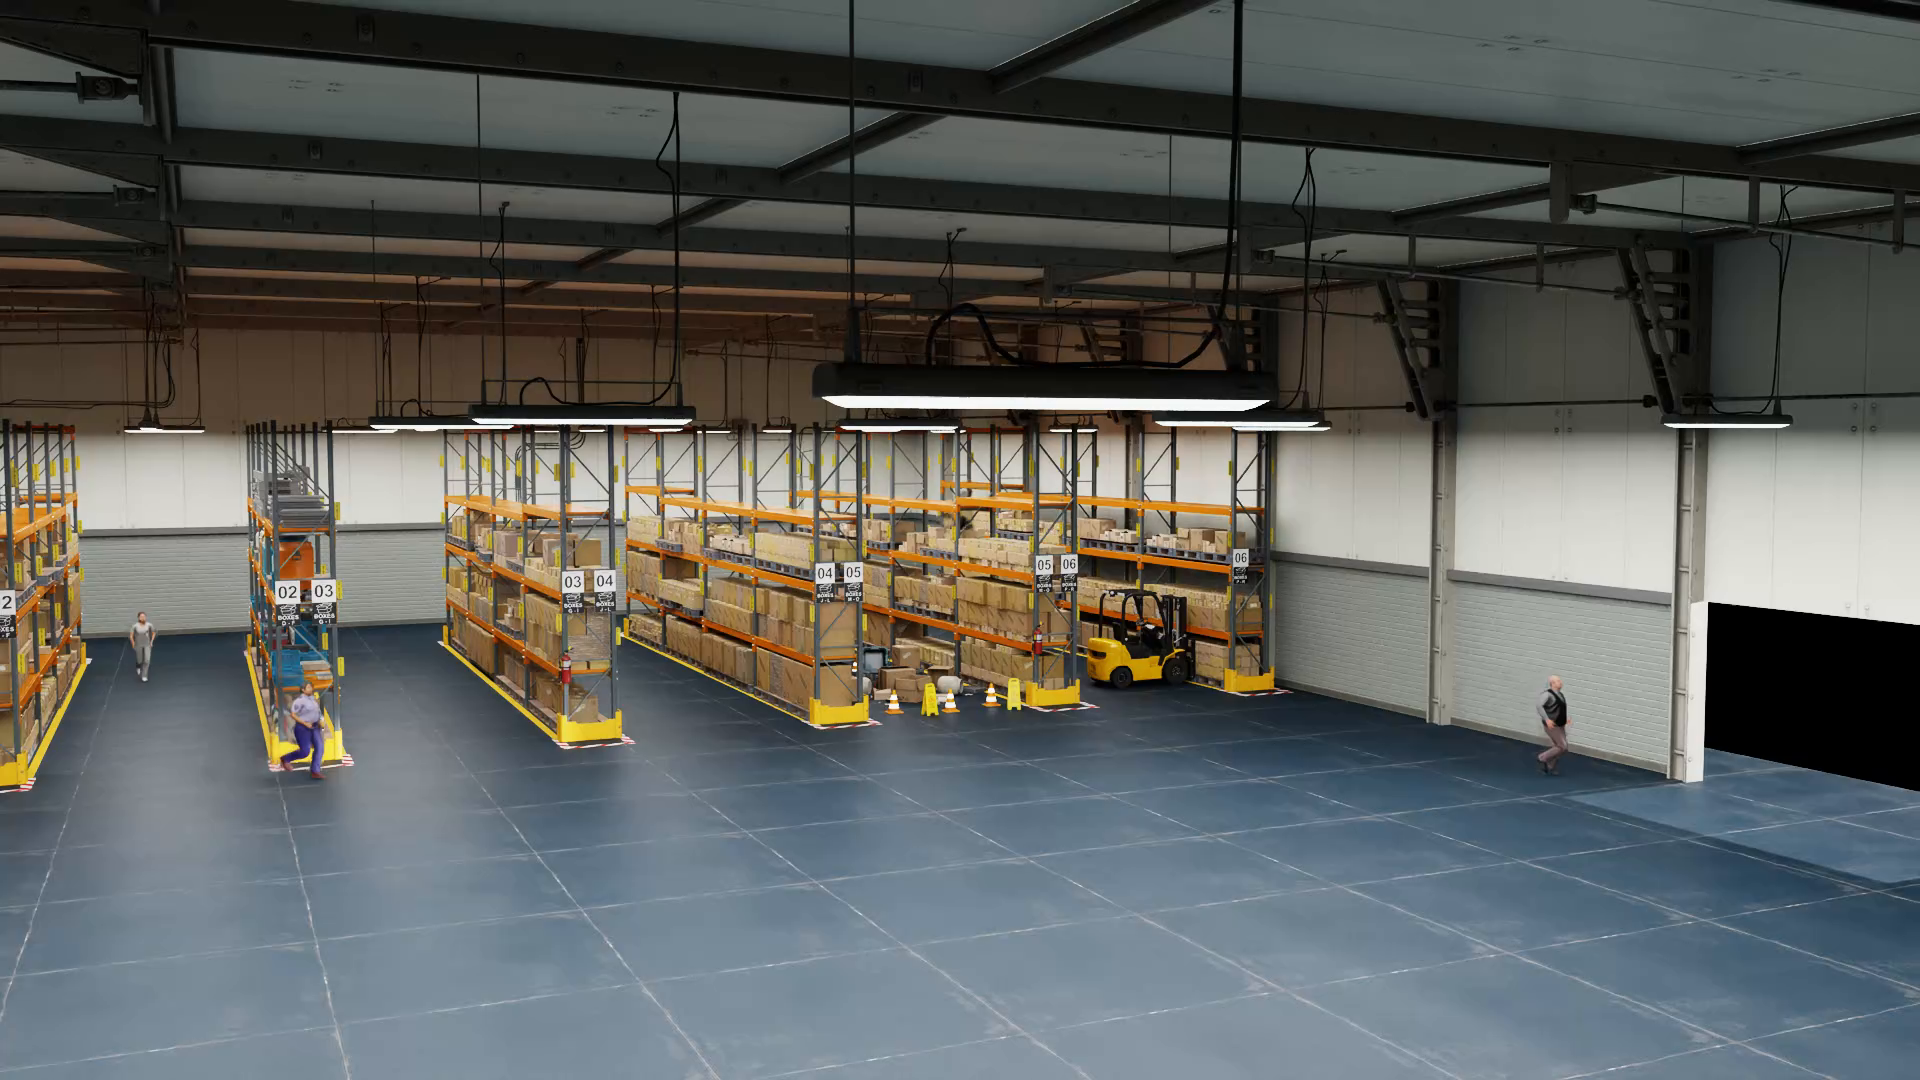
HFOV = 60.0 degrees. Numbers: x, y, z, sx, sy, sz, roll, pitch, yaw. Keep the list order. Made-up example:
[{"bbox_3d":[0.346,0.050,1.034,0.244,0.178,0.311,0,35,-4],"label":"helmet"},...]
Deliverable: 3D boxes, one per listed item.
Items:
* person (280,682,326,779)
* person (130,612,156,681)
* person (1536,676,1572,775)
[{"bbox_3d":[-10.969,3.184,27.880,0.795,1.630,0.630,1,4,13],"label":"person"},{"bbox_3d":[-19.165,2.482,38.997,0.550,1.621,0.622,-2,4,-32],"label":"person"},{"bbox_3d":[10.023,3.129,28.033,0.666,1.682,0.515,-4,5,-45],"label":"person"}]
